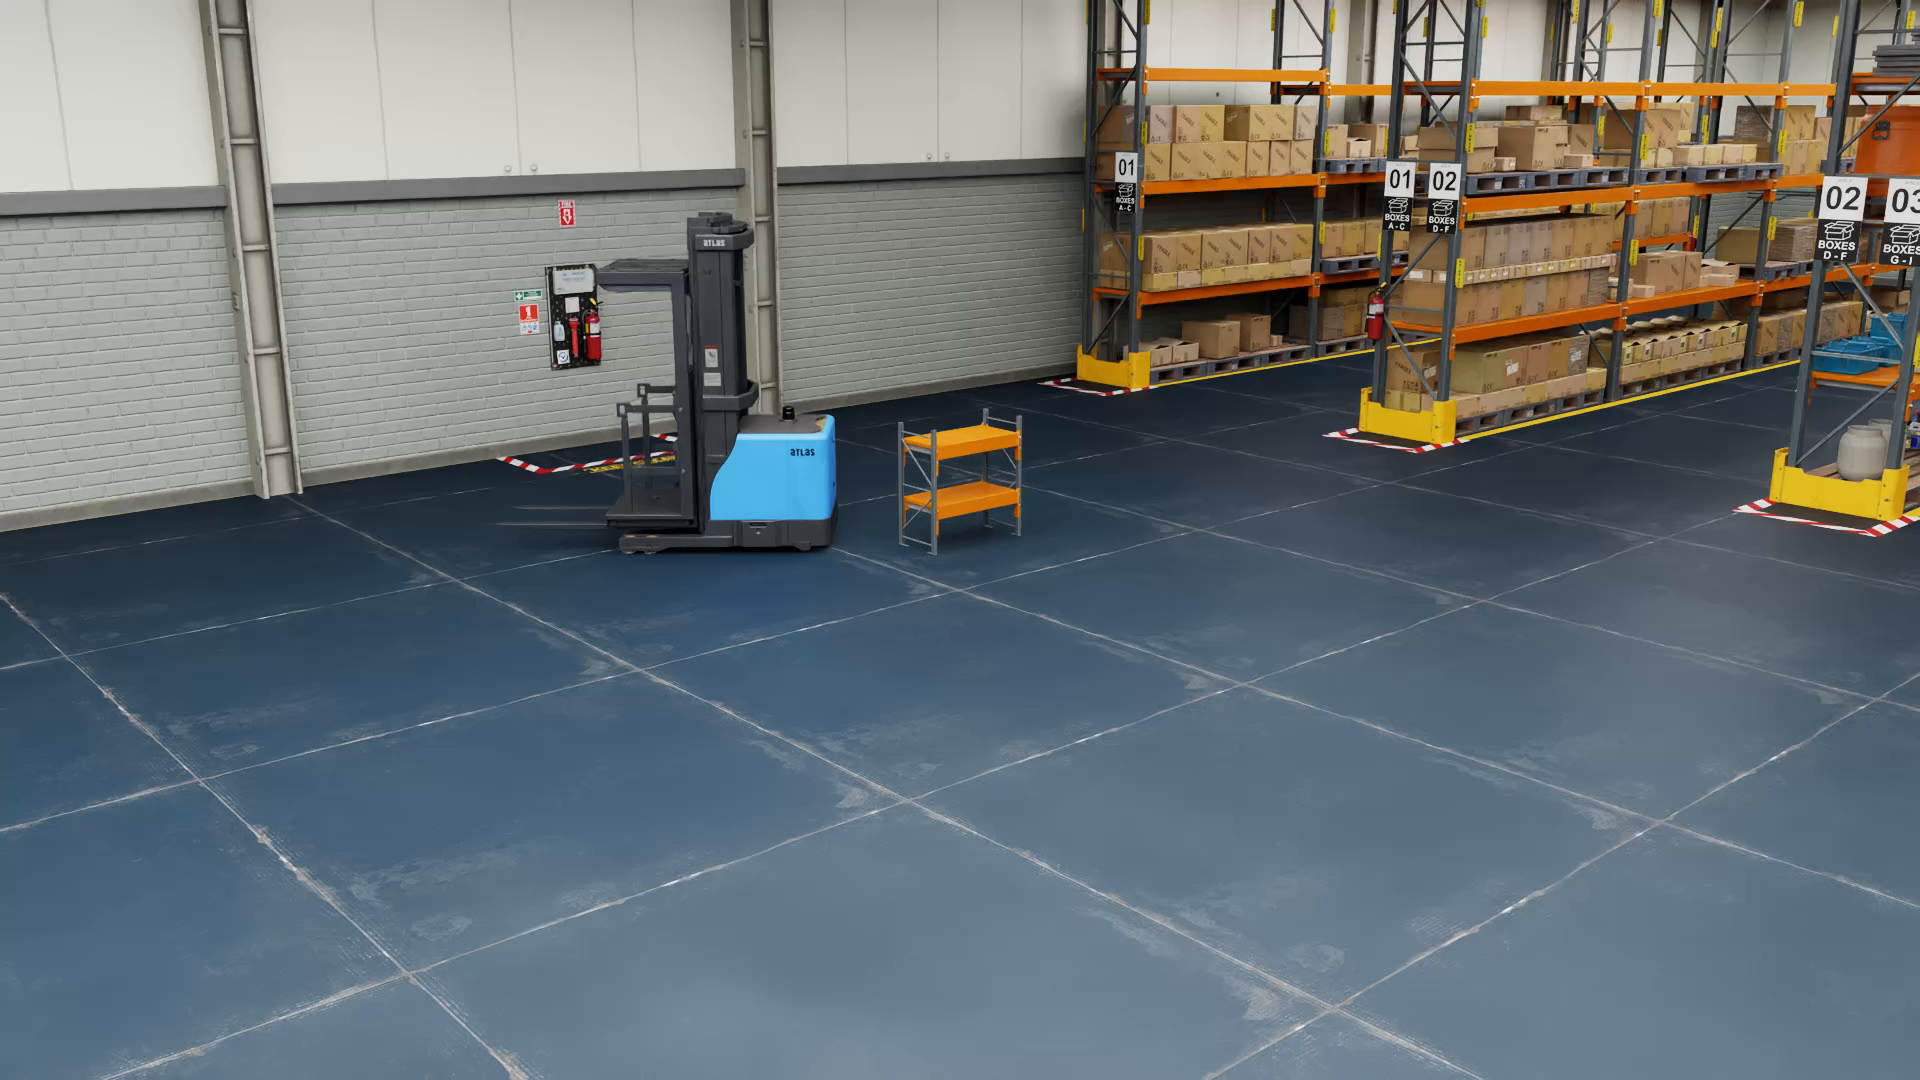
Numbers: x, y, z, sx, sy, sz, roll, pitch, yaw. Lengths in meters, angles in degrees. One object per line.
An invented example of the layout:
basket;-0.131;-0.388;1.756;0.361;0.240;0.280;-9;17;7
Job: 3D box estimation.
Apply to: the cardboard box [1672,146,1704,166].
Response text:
cardboard box;9.865;-5.278;22.861;0.500;0.250;0.500;14;20;42

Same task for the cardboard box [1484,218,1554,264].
cardboard box;6.916;-3.730;20.694;0.500;0.500;0.700;-13;19;-39

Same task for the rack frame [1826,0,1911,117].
rack frame;14.418;-7.640;26.415;0.127;3.000;1.000;-13;19;-39

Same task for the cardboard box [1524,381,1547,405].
cardboard box;7.048;-1.885;21.007;0.500;0.250;0.500;-13;19;-39

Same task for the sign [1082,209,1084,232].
sign;1.761;-4.496;23.414;0.005;0.325;0.100;-13;19;-39

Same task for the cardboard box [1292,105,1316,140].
cardboard box;4.928;-6.203;24.676;0.500;0.500;0.500;14;20;42

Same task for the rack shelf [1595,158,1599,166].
rack shelf;12.672;-7.146;31.771;4.000;0.370;1.077;-13;19;-39

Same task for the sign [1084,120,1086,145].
sign;1.761;-5.661;23.102;0.005;0.325;0.100;-13;19;-39

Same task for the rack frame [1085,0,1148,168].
rack frame;2.111;-6.571;22.412;0.127;3.000;1.000;-13;19;-39

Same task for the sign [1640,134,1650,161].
sign;8.748;-5.016;21.248;0.005;0.325;0.100;-13;19;-39

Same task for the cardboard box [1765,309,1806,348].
cardboard box;12.704;-3.264;25.649;0.500;0.500;0.500;-13;20;-40

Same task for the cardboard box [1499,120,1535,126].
cardboard box;9.630;-7.108;29.191;0.500;0.500;0.700;-13;20;-39

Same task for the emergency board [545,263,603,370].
emergency board;-4.345;-2.532;18.916;0.643;1.169;0.194;-13;19;-39

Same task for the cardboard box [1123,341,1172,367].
cardboard box;2.692;-2.686;23.850;0.500;0.311;0.500;13;20;41

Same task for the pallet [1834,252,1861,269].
pallet;13.743;-4.535;26.786;1.213;0.211;1.003;-13;19;-39

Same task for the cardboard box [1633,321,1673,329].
cardboard box;10.035;-3.001;24.101;0.500;0.311;0.500;-13;20;-41

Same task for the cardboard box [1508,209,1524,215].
cardboard box;9.437;-5.795;28.871;0.500;0.250;0.500;-12;19;-39

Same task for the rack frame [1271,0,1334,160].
rack frame;5.128;-7.249;24.949;0.127;3.000;1.000;-13;19;-39

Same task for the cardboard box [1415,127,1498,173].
cardboard box;5.801;-4.575;19.467;0.637;0.503;0.797;-11;18;-36

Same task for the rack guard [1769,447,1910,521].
rack guard;8.640;-0.558;16.371;0.348;0.500;1.175;-13;19;-39

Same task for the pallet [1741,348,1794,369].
pallet;11.988;-2.836;25.458;1.213;0.211;1.003;-13;19;-39

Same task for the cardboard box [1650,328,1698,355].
cardboard box;10.017;-2.814;23.400;0.500;0.311;0.500;-12;19;-38

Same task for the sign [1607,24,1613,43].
sign;11.528;-8.990;29.504;0.005;0.325;0.100;-13;19;-39

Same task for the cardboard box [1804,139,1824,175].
cardboard box;12.484;-5.816;25.207;0.500;0.500;0.910;-13;19;-39

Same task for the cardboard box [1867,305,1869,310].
cardboard box;15.227;-3.934;28.523;0.500;0.311;0.500;-13;19;-39

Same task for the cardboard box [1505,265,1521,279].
cardboard box;6.580;-3.270;20.230;0.250;0.149;0.380;-14;20;-41

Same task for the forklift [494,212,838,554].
forklift;-2.664;-1.427;14.912;3.031;2.935;1.130;0;15;0

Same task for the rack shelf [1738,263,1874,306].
rack shelf;12.909;-4.055;26.013;4.000;0.370;1.077;-13;19;-39

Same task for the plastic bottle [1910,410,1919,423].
plastic bottle;10.608;-1.266;18.459;0.185;0.351;0.144;-14;20;-42

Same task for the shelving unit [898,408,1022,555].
shelving unit;0.005;-0.545;15.109;1.048;1.125;0.538;-13;19;-39

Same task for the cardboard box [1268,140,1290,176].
cardboard box;4.519;-5.640;24.509;0.500;0.500;0.500;14;20;42

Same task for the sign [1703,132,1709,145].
sign;11.046;-5.869;24.595;0.005;0.325;0.100;-13;19;-39

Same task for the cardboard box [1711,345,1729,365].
cardboard box;10.777;-2.714;24.112;0.500;0.250;0.500;-13;20;-40

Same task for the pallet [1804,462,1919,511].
pallet;9.257;-0.555;16.920;1.213;0.211;1.003;-13;19;-39

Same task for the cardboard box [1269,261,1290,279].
cardboard box;4.588;-4.065;24.909;0.500;0.250;0.500;-13;19;-39

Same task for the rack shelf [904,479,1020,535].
rack shelf;0.005;-0.308;15.172;1.000;0.278;0.538;-13;19;-39

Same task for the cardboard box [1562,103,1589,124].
cardboard box;11.537;-7.859;30.878;0.500;0.500;0.500;-13;20;-40

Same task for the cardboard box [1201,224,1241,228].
cardboard box;3.864;-4.440;24.860;0.500;0.500;0.500;-12;19;-38

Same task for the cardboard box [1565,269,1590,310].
cardboard box;7.658;-3.268;21.477;0.500;0.500;0.700;-13;20;-40

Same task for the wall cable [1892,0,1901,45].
wall cable;20.458;-10.583;33.663;0.112;2.526;3.097;-13;19;-39

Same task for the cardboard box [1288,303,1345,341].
cardboard box;5.672;-3.483;26.468;0.500;0.500;0.700;-12;19;-38

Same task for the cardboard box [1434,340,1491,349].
cardboard box;6.319;-2.267;20.984;0.500;0.500;0.500;-13;19;-39

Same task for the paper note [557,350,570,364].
paper note;-4.524;-2.090;18.968;0.142;0.148;0.016;-13;19;-39

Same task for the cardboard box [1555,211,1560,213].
cardboard box;10.602;-5.691;29.936;0.500;0.500;0.500;-12;19;-39

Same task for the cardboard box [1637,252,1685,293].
cardboard box;9.748;-3.736;23.229;0.500;0.500;0.500;-13;19;-39

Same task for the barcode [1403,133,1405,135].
barcode;7.465;-6.814;27.973;0.075;0.075;0.001;-13;19;-39

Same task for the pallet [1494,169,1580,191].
pallet;6.836;-4.438;20.410;1.213;0.211;1.003;-13;19;-39

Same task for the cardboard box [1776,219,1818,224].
cardboard box;13.436;-4.827;26.502;0.500;0.500;0.700;-9;17;-31

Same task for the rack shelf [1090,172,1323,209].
rack shelf;3.619;-5.113;24.161;4.000;0.370;1.077;-13;19;-39

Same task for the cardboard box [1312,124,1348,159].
cardboard box;5.593;-6.128;25.558;0.500;0.500;0.500;-9;18;-32

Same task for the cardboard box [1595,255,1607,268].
cardboard box;8.130;-3.619;21.535;0.250;0.149;0.380;-13;20;-41

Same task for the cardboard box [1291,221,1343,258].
cardboard box;5.534;-4.691;25.952;0.500;0.500;0.700;-13;19;-39

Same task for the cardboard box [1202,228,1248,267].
cardboard box;3.823;-4.252;24.156;0.500;0.500;0.500;-12;19;-38

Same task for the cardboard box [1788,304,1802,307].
cardboard box;13.116;-3.536;26.668;0.500;0.500;0.500;-12;19;-39
